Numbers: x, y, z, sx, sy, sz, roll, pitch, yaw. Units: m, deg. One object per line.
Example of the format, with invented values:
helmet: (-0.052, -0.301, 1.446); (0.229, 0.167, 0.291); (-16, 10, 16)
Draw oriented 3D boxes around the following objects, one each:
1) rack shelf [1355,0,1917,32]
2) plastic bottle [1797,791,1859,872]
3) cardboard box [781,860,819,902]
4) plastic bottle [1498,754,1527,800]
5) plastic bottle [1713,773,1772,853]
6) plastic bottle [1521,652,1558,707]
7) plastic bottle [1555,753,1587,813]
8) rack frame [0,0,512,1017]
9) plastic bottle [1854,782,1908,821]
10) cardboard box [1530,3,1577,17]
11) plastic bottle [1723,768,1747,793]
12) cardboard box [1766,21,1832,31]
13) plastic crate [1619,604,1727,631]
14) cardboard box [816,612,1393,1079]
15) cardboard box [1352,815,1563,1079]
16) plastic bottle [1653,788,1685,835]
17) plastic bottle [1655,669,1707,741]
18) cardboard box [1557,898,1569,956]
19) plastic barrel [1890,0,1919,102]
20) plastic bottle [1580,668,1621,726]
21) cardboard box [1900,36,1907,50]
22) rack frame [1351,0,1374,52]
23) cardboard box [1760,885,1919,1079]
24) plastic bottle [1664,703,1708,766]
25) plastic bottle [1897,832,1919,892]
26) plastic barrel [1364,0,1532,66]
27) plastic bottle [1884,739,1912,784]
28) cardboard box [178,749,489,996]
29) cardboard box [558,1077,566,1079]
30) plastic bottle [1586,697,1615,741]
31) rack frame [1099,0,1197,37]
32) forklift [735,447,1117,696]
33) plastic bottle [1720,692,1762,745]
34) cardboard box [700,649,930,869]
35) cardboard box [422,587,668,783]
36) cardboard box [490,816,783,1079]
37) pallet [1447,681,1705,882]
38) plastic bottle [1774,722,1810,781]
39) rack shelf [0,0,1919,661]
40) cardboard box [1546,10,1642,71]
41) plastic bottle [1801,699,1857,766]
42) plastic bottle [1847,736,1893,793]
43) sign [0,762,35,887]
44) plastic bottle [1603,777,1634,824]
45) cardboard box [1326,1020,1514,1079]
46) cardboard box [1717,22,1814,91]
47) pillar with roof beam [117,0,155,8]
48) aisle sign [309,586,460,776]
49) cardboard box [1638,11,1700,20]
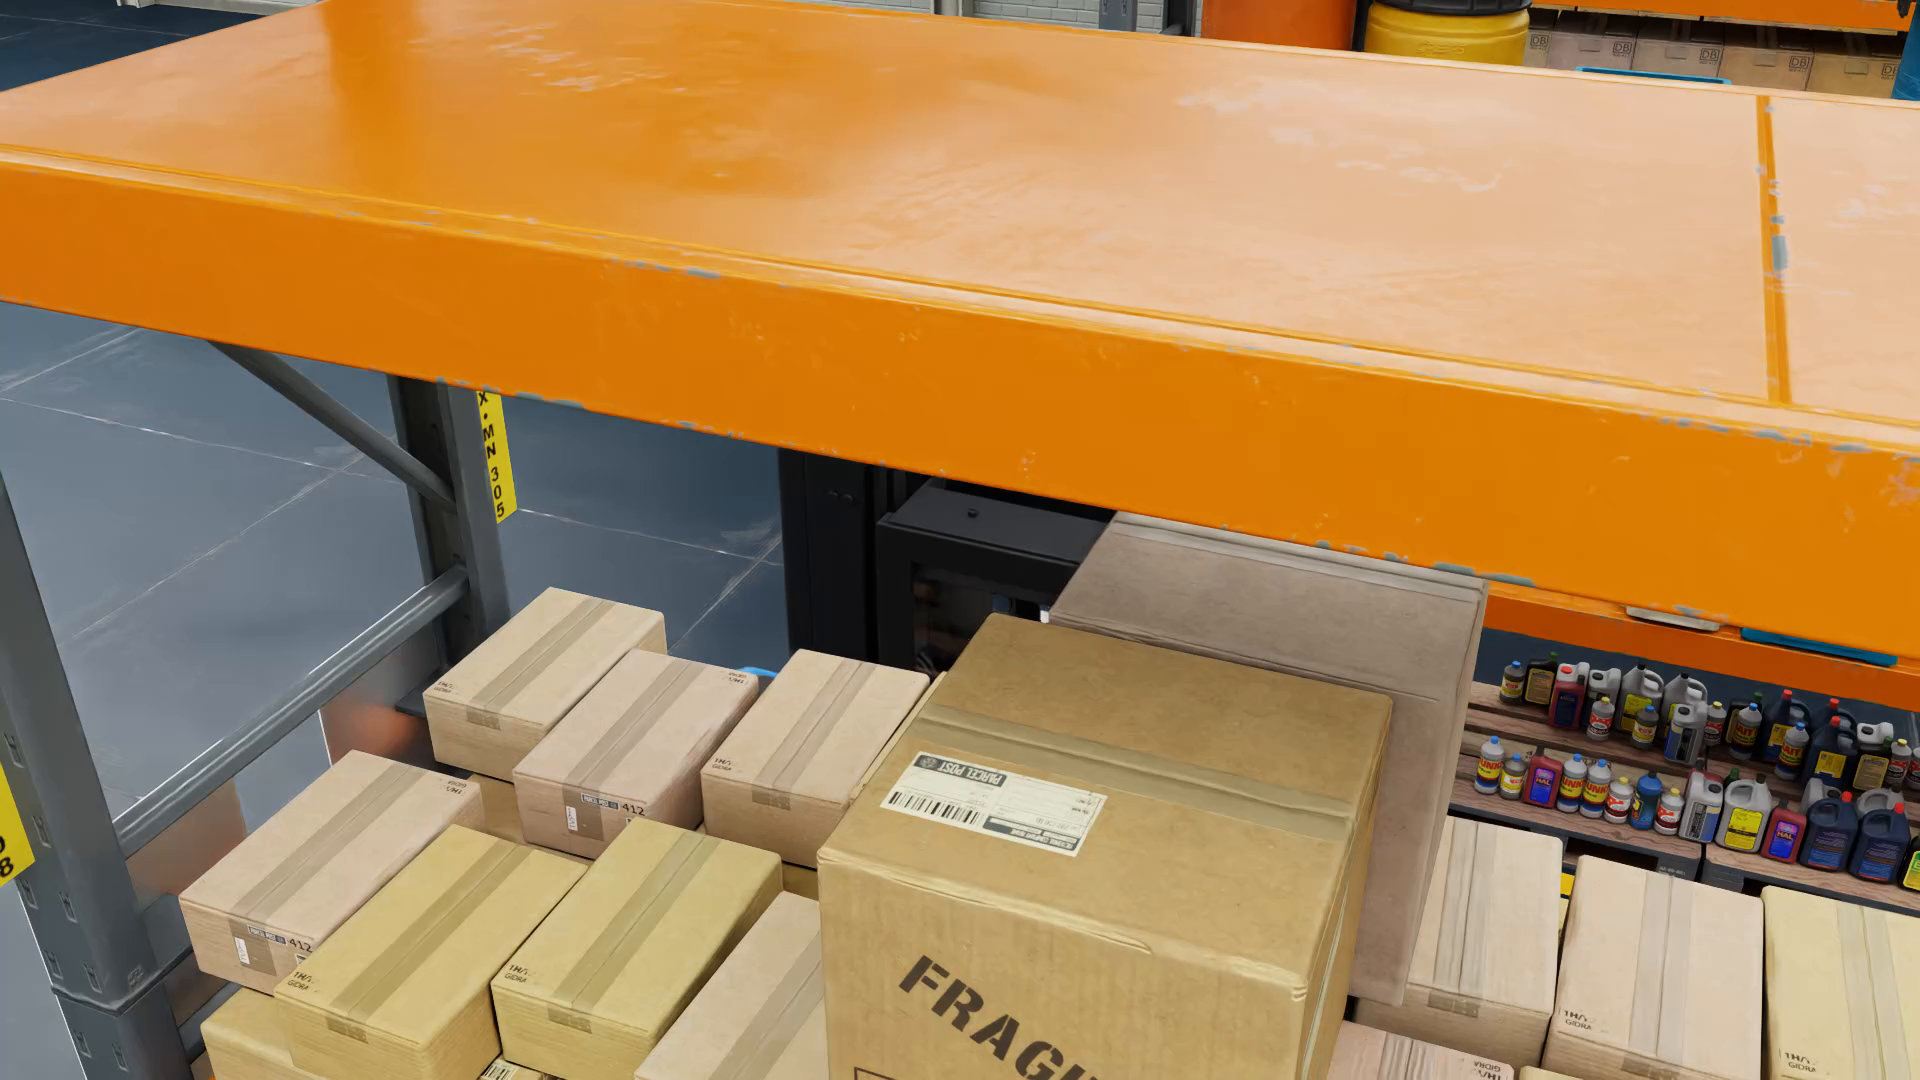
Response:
rack shelf: (4.484, -3.377, 10.359); (4.000, 0.370, 1.077); (11, 31, 19)
plastic bottle: (3.589, 1.182, 6.855); (0.185, 0.351, 0.144); (10, 31, 17)
cardboard box: (-0.091, 0.586, 2.769); (0.500, 0.250, 0.500); (11, 31, 19)
plastic bottle: (2.424, 1.027, 7.281); (0.097, 0.201, 0.097); (0, 29, 0)
plastic bottle: (3.289, 1.122, 6.961); (0.185, 0.351, 0.144); (11, 31, 19)
plastic bottle: (2.747, 0.648, 7.869); (0.133, 0.283, 0.061); (12, 32, 20)
plastic bottle: (2.645, 1.041, 7.186); (0.097, 0.271, 0.097); (0, 29, 0)
rack frame: (-1.097, -0.850, 2.108); (0.127, 3.000, 1.000); (11, 31, 19)
plastic bottle: (3.821, 1.152, 6.909); (0.185, 0.351, 0.144); (11, 31, 19)
cardboard box: (5.273, -4.962, 14.851); (0.500, 0.500, 0.500); (11, 31, 19)
plastic bottle: (3.304, 1.100, 7.069); (0.133, 0.283, 0.061); (11, 31, 19)
cardboard box: (7.177, -4.580, 14.174); (0.500, 0.500, 0.500); (11, 31, 19)
plastic crate: (2.872, 0.174, 6.663); (0.437, 0.136, 0.530); (11, 31, 19)
cardboard box: (0.177, 0.463, 1.922); (0.500, 0.500, 0.500); (11, 31, 19)
cardboard box: (0.717, 0.573, 2.387); (0.250, 0.149, 0.380); (10, 31, 17)
plastic bottle: (3.020, 1.146, 7.071); (0.097, 0.201, 0.097); (0, 29, 0)
plastic bottle: (3.311, 0.753, 7.614); (0.185, 0.351, 0.144); (11, 31, 19)
cardboard box: (0.848, 0.775, 2.434); (0.500, 0.250, 0.500); (11, 31, 18)
plastic barrel: (3.589, -1.696, 5.718); (0.708, 0.901, 0.600); (11, 31, 19)
plastic bottle: (2.983, 0.723, 7.744); (0.135, 0.276, 0.152); (10, 31, 18)
cardboard box: (5.924, -2.702, 10.061); (0.500, 0.500, 0.700); (11, 31, 19)
rack frame: (2.631, -2.754, 11.574); (0.127, 3.000, 1.000); (11, 31, 19)
cardboard box: (1.201, 0.663, 2.227); (0.250, 0.149, 0.380); (11, 31, 18)
plastic bottle: (3.278, 0.858, 7.505); (0.135, 0.276, 0.152); (11, 31, 19)
plastic bottle: (3.902, 1.296, 6.722); (0.133, 0.283, 0.061); (13, 32, 22)
plastic barrel: (1.869, -1.914, 6.421); (0.600, 0.588, 0.600); (0, 29, 0)
plastic bottle: (4.153, 0.974, 7.375); (0.097, 0.201, 0.097); (0, 29, 0)
cardboard box: (-0.929, 0.504, 2.508); (0.250, 0.149, 0.380); (11, 31, 19)
cardboard box: (-0.268, 0.821, 2.353); (0.500, 0.250, 0.500); (11, 31, 18)
plastic bottle: (2.954, 0.815, 7.656); (0.097, 0.201, 0.097); (0, 29, 0)
rack frame: (0.765, -3.108, 6.104); (0.127, 3.000, 1.000); (11, 31, 19)
forklift: (0.260, 0.660, 5.603); (3.031, 2.935, 1.130); (12, 32, 21)
plastic bottle: (3.567, 0.812, 7.579); (0.133, 0.283, 0.061); (13, 32, 21)
cardboard box: (-0.231, 0.359, 2.765); (0.250, 0.149, 0.380); (10, 31, 17)
cardboard box: (-0.723, 0.257, 2.946); (0.250, 0.149, 0.380); (11, 31, 19)
cardboard box: (-0.445, 0.587, 2.362); (0.250, 0.149, 0.380); (11, 31, 18)
pallet: (2.730, 1.089, 7.608); (1.213, 0.211, 1.003); (11, 31, 19)
plastic bottle: (3.700, 0.930, 7.383); (0.097, 0.271, 0.097); (0, 29, 0)
rack shelf: (0.756, -0.165, 1.631); (4.000, 0.370, 1.077); (11, 31, 19)
cardboard box: (4.064, -3.073, 10.718); (0.500, 0.500, 0.700); (11, 31, 19)
plastic bottle: (3.880, 0.867, 7.413); (0.185, 0.351, 0.144); (12, 32, 20)
plastic bottle: (3.992, 0.977, 7.286); (0.133, 0.283, 0.061); (11, 31, 19)
sign: (-1.301, 0.323, 2.193); (0.005, 0.325, 0.100); (11, 31, 19)
plastic bottle: (2.830, 1.108, 7.138); (0.097, 0.201, 0.097); (0, 29, 0)
cardboard box: (0.512, 0.785, 2.011); (0.250, 0.149, 0.380); (11, 31, 19)
cardboard box: (4.991, -2.888, 10.390); (0.500, 0.500, 0.700); (11, 31, 19)
pillar with roof beam: (-12.834, -9.257, 16.983); (0.400, 9.000, 9.100); (11, 31, 19)
aisle sign: (-1.042, 0.482, 3.207); (0.004, 0.787, 0.394); (11, 31, 19)
cardboard box: (6.233, -4.774, 14.517); (0.500, 0.500, 0.500); (12, 32, 21)
